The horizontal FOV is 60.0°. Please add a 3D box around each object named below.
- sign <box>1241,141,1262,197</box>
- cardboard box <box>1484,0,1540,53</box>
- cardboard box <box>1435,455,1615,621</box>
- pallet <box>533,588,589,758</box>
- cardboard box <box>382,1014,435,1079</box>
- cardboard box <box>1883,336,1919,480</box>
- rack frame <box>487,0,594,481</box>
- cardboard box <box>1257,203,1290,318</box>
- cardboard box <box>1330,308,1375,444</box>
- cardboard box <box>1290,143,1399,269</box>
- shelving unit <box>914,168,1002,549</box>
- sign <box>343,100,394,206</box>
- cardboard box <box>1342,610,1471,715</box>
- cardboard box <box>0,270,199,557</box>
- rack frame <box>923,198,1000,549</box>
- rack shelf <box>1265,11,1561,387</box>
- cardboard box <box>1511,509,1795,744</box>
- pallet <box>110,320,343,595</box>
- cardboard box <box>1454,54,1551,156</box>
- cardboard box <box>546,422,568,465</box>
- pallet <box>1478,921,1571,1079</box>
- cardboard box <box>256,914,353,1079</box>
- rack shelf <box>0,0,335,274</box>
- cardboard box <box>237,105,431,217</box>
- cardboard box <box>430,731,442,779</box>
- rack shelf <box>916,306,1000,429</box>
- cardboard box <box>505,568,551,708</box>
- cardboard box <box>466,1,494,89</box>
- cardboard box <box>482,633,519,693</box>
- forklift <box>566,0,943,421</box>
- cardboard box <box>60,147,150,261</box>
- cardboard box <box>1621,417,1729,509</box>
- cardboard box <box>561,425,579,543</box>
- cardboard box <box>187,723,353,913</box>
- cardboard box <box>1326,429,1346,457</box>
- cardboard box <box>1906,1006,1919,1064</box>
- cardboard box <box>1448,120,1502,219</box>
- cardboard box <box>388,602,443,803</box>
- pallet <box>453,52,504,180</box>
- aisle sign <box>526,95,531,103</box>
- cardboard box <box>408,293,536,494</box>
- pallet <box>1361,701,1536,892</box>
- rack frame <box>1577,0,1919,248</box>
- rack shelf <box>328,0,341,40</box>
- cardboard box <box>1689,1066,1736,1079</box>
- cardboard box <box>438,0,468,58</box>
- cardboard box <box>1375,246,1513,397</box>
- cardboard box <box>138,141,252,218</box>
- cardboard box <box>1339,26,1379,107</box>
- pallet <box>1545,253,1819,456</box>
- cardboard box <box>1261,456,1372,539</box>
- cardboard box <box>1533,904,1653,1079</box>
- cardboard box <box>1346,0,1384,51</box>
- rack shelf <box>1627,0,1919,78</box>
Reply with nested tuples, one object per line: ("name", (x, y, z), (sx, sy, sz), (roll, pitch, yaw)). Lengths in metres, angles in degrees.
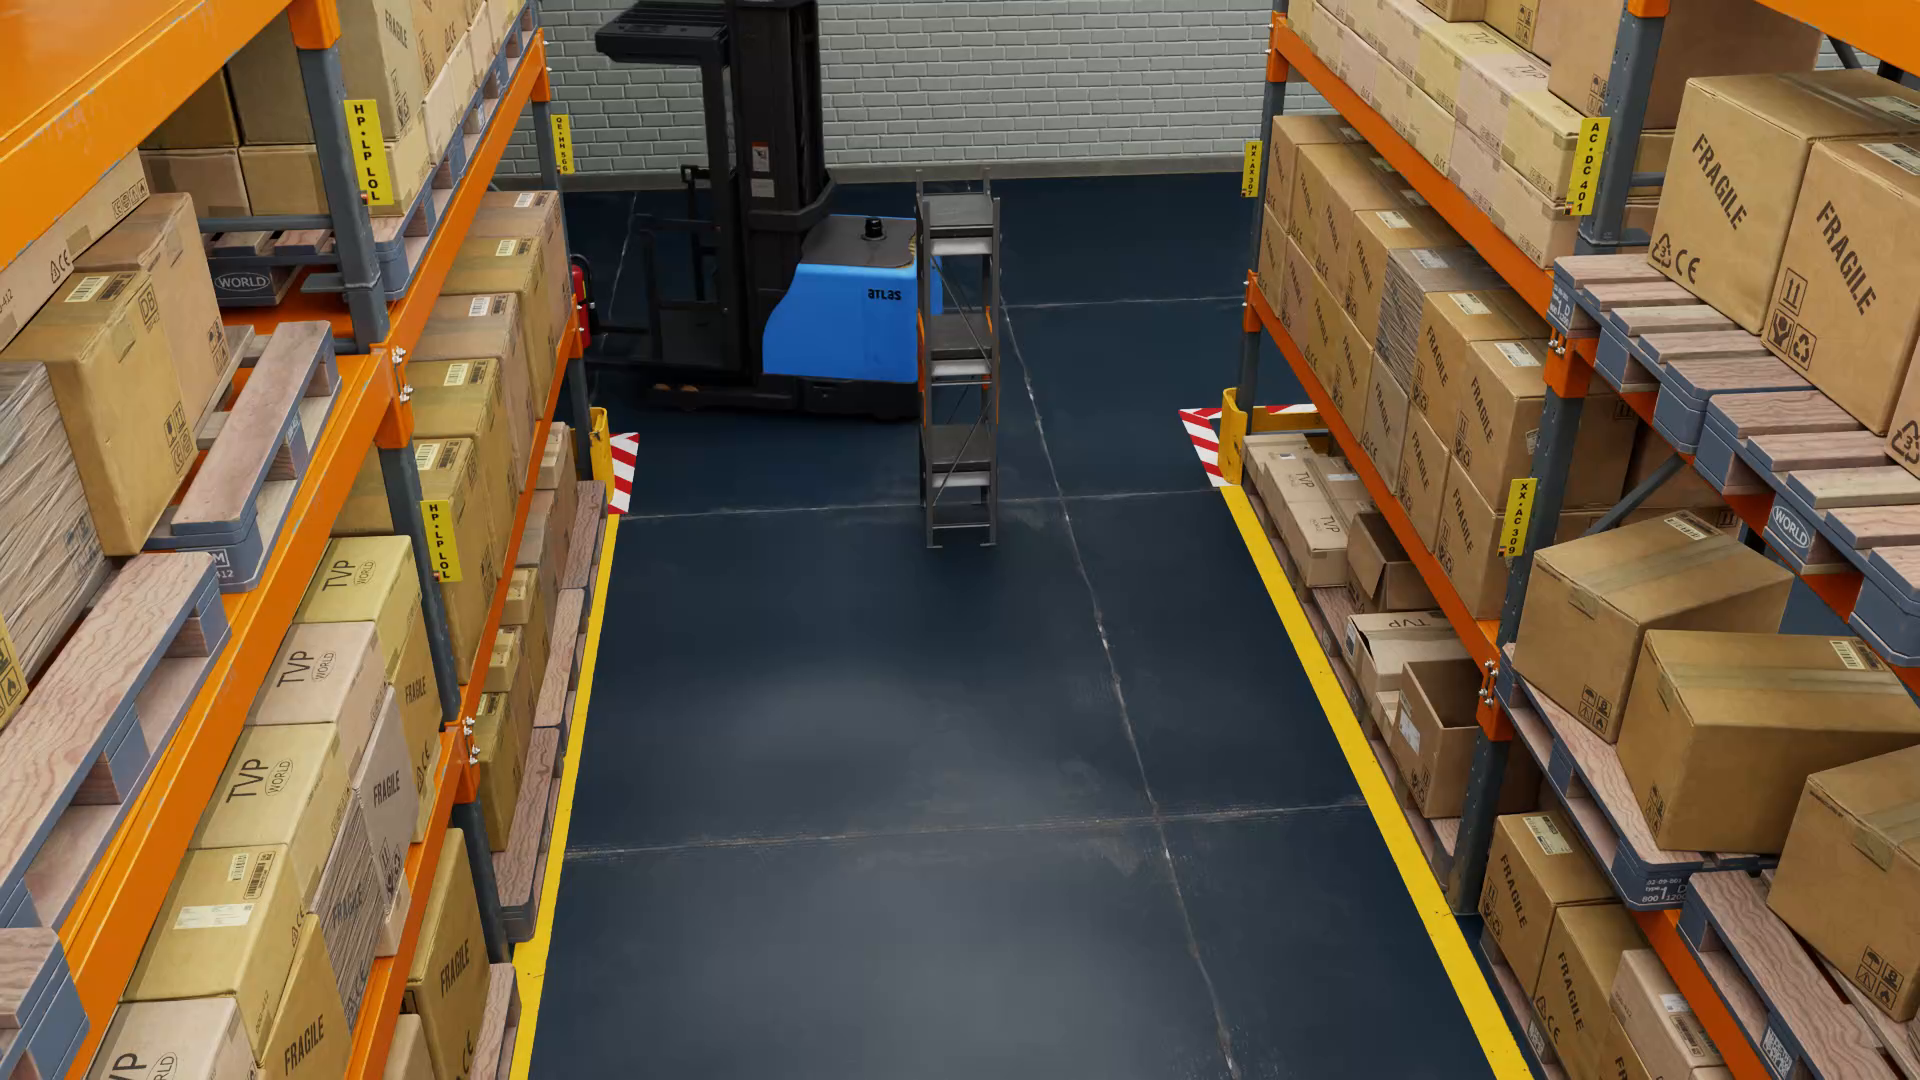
("sign", (1.678, -2.127, 9.542), (0.100, 0.325, 0.005), (-3, 31, -5))
("cardboard box", (2.550, -2.263, 6.615), (0.700, 0.500, 0.500), (-3, 31, -5))
("cardboard box", (2.290, -0.025, 6.770), (0.500, 0.500, 0.500), (-2, 31, -4))
("pallet", (-2.450, 0.681, 8.404), (1.003, 0.211, 1.213), (-3, 31, -5))
("cardboard box", (-2.064, 2.022, 5.127), (0.750, 0.750, 0.750), (-2, 31, -3))
("cardboard box", (2.693, -0.352, 3.884), (0.600, 0.600, 0.600), (-4, 31, -7))
("rack frame", (-2.713, -1.542, 9.407), (1.000, 3.000, 0.127), (-3, 31, -5))
("cardboard box", (1.997, -1.585, 9.381), (0.500, 0.500, 0.500), (-2, 31, -4))
("cardboard box", (2.140, -0.810, 8.084), (0.500, 0.500, 0.500), (-2, 31, -4))
("cardboard box", (2.054, -1.748, 8.679), (0.500, 0.500, 0.500), (-2, 31, -4))
("shelving unit", (-0.015, -0.986, 9.353), (0.431, 2.100, 0.503), (-3, 31, -5))
("sign", (-1.800, -1.176, 5.057), (0.100, 0.325, 0.005), (-3, 31, -5))
("cardboard box", (2.186, 0.566, 8.070), (0.500, 0.311, 0.500), (-3, 31, -5))
("cardboard box", (-2.250, -0.284, 3.849), (0.700, 0.500, 0.500), (-3, 31, -6))
("rack frame", (0.007, -0.861, 9.144), (0.400, 2.100, 0.015), (-3, 31, -5))
("rack shelf", (2.405, -1.739, 7.513), (1.077, 0.370, 4.000), (-3, 31, -5))
("cardboard box", (2.413, 0.290, 5.832), (0.700, 0.500, 0.500), (-13, 33, -21))
("pallet", (-2.205, -0.240, 4.488), (0.805, 0.209, 1.217), (-4, 31, -7))
("cardboard box", (2.233, -1.668, 6.351), (0.500, 0.250, 0.500), (-3, 31, -5))
("cardboard box", (-2.355, -0.519, 9.088), (0.380, 0.149, 0.250), (-3, 31, -5))
("pallet", (2.706, 1.871, 6.411), (1.003, 0.211, 1.213), (-3, 31, -5))
("cardboard box", (-1.898, 1.316, 4.215), (0.500, 0.500, 0.500), (-2, 31, -3))
("rack shelf", (-2.153, -0.574, 3.027), (1.077, 0.370, 4.000), (-3, 31, -5))
("cardboard box", (-2.142, -1.312, 5.736), (0.500, 0.250, 0.500), (-3, 31, -5))
("cardboard box", (-2.026, 0.758, 5.781), (0.380, 0.149, 0.250), (-2, 31, -4))
("rack shelf", (-0.015, -0.974, 9.360), (0.431, 0.518, 0.480), (-3, 31, -5))
("cardboard box", (-2.397, 0.487, 8.037), (0.700, 0.500, 0.500), (-2, 31, -3))
("cardboard box", (-2.278, -2.097, 7.049), (0.500, 0.250, 0.500), (-4, 31, -6))
("cardboard box", (-2.158, 0.544, 7.310), (0.380, 0.149, 0.250), (-2, 31, -3))
("forklift", (-1.668, -2.389, 10.891), (3.031, 2.935, 1.130), (5, 31, 8))
("cardboard box", (-2.388, -0.886, 4.125), (0.500, 0.250, 0.500), (-1, 31, -1))
("cardboard box", (2.828, -0.466, 6.532), (0.500, 0.500, 0.500), (-2, 31, -3))
("cardboard box", (-2.548, -0.297, 9.350), (0.700, 0.500, 0.500), (-3, 31, -5))
("cardboard box", (-1.956, 0.747, 4.436), (0.500, 0.250, 0.500), (-2, 31, -4))
("cardboard box", (2.514, -0.631, 9.891), (0.500, 0.500, 0.500), (-3, 31, -5))
("cardboard box", (2.899, 1.287, 4.162), (0.700, 0.500, 0.500), (3, 31, 5))
("cardboard box", (2.246, -1.454, 6.480), (0.500, 0.250, 0.500), (-3, 31, -5))
("cardboard box", (-2.046, 0.544, 5.507), (0.500, 0.500, 0.500), (-3, 31, -5))
("pallet", (-2.517, -1.789, 6.982), (1.003, 0.211, 1.213), (-3, 31, -5))
("aisle sign", (-2.421, -2.709, 8.826), (0.394, 0.787, 0.004), (-3, 31, -5))
("cardboard box", (-2.515, -0.651, 7.622), (0.980, 0.700, 0.700), (-4, 31, -7))
("pallet", (2.529, 1.107, 7.691), (1.003, 0.211, 1.213), (-3, 31, -5))
("rack frame", (2.592, -2.315, 4.850), (1.000, 3.000, 0.127), (-3, 31, -5))
("rack shelf", (-2.527, -2.616, 6.446), (1.077, 0.370, 4.000), (-3, 31, -5))
("cardboard box", (2.535, 1.848, 5.008), (0.500, 0.250, 0.500), (-3, 31, -6))
("cardboard box", (-2.233, -2.160, 6.424), (0.500, 0.500, 0.500), (-3, 31, -4))
("cardboard box", (2.189, -0.976, 7.386), (0.500, 0.500, 0.500), (-3, 31, -4))
("cardboard box", (-2.637, -1.285, 5.690), (0.500, 0.250, 0.500), (-2, 31, -4))
("cardboard box", (2.095, -2.219, 7.762), (0.500, 0.250, 0.500), (-3, 31, -5))
("pallet", (2.583, -0.610, 5.104), (1.213, 0.211, 1.003), (-3, 31, -5))
("cardboard box", (2.033, -0.244, 9.485), (0.500, 0.250, 0.500), (-3, 31, -5))
("cardboard box", (2.455, 1.675, 6.029), (0.500, 0.500, 0.500), (-2, 31, -4))
("cardboard box", (2.100, -2.434, 7.634), (0.500, 0.250, 0.500), (-3, 31, -5))
("rack shelf", (2.779, -0.813, 3.428), (1.077, 0.370, 4.000), (-3, 31, -5))
